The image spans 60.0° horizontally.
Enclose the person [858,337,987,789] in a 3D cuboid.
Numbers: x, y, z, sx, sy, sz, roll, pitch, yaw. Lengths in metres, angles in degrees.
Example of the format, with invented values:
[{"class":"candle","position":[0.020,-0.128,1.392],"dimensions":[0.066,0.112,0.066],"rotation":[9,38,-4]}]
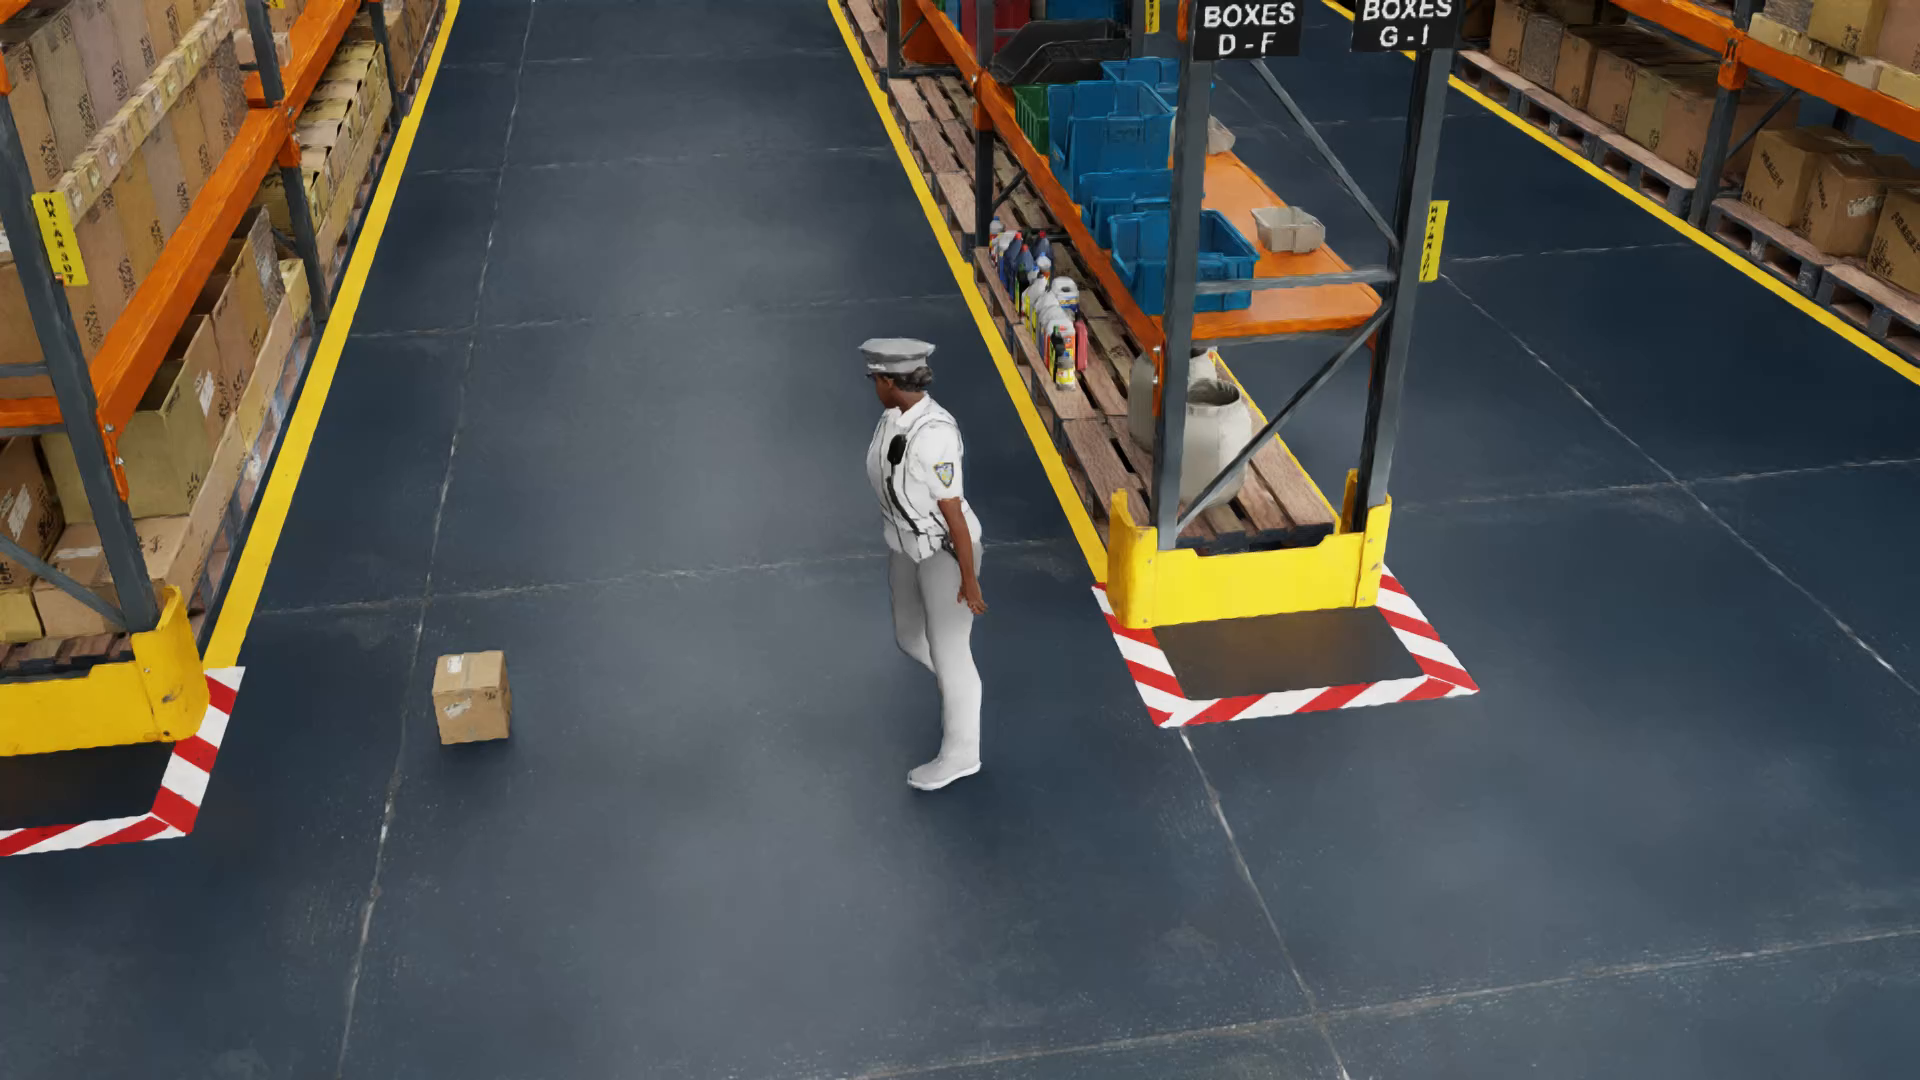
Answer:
[{"class":"person","position":[-0.087,0.056,6.059],"dimensions":[0.595,1.611,0.603],"rotation":[-23,38,-33]}]
